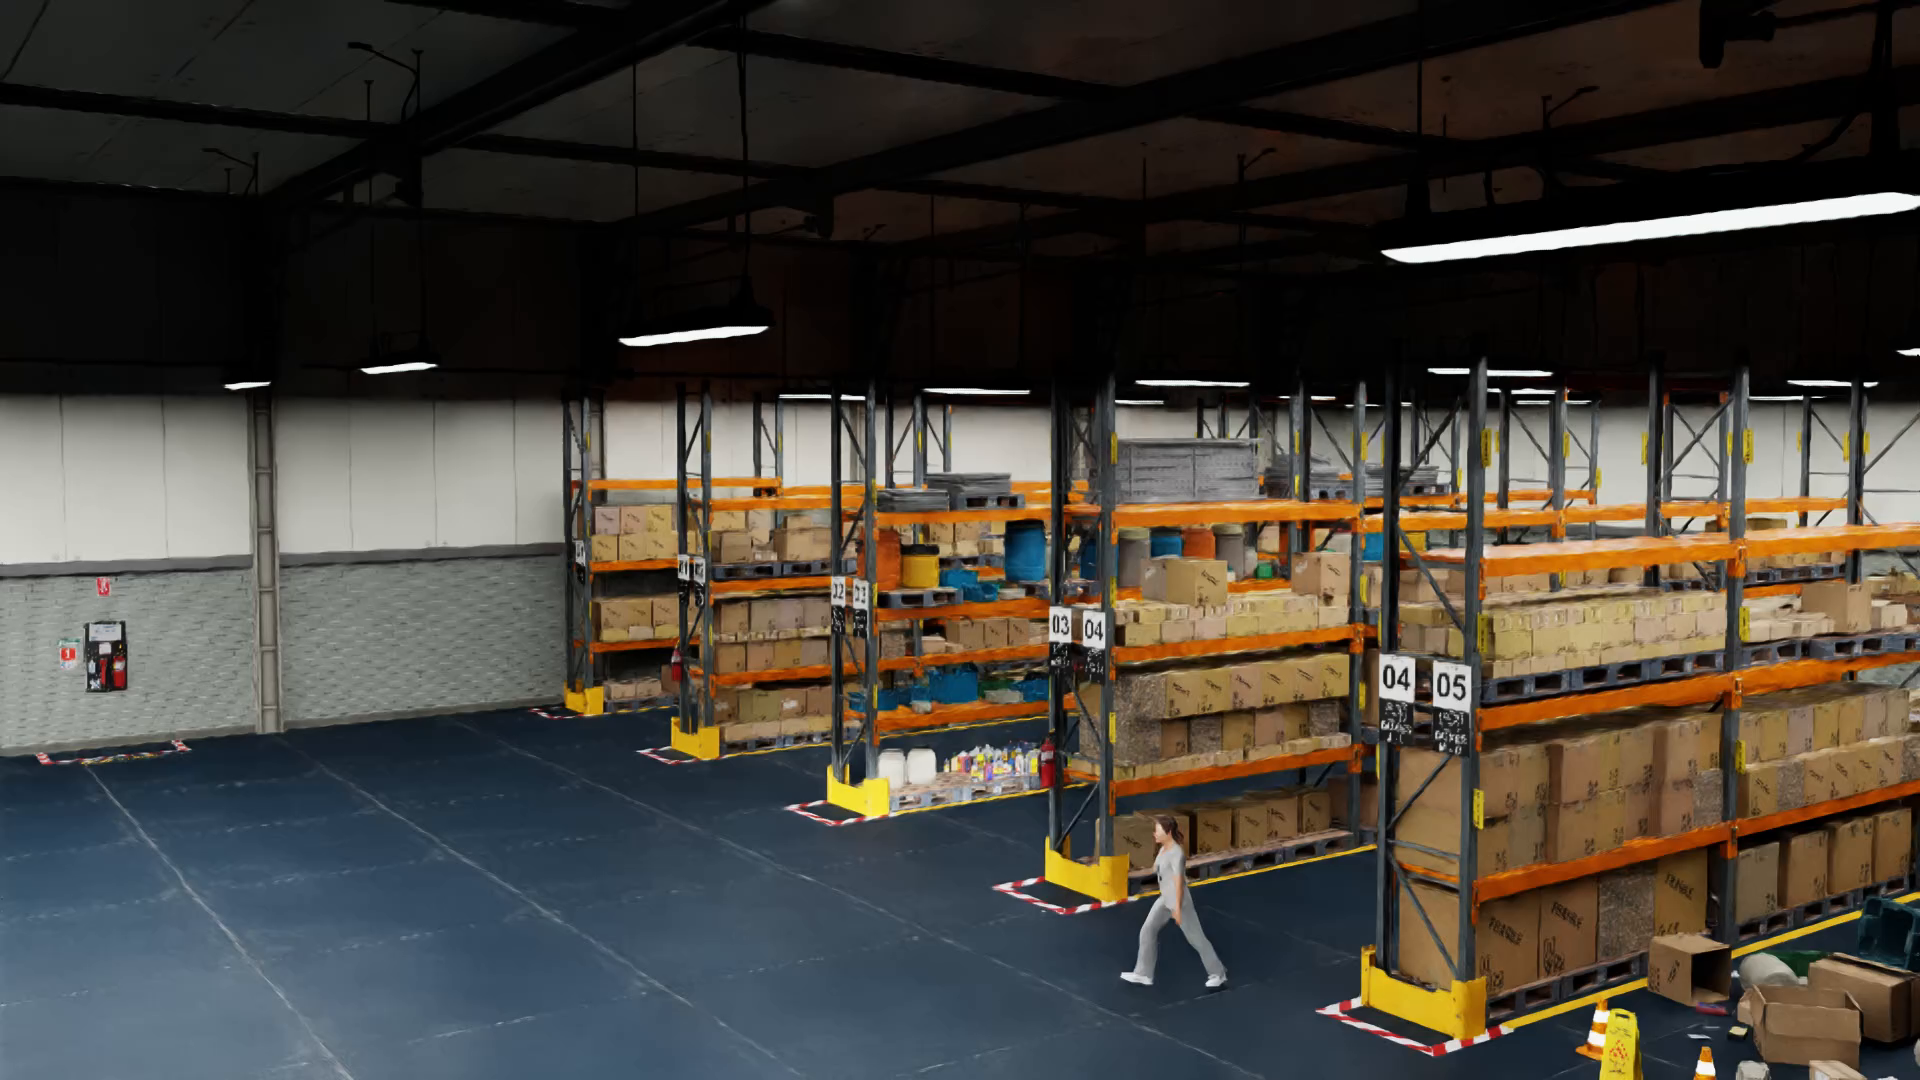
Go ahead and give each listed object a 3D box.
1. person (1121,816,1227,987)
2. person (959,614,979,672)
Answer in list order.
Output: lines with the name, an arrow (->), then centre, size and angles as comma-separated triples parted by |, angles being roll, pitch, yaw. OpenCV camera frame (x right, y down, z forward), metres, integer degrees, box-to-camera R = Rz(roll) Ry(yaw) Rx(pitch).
person -> 2.013, 3.365, 15.473 | 0.958, 1.612, 0.490 | -1, 4, -13
person -> 0.116, 2.200, 34.049 | 0.957, 1.533, 0.411 | -3, 5, -43
